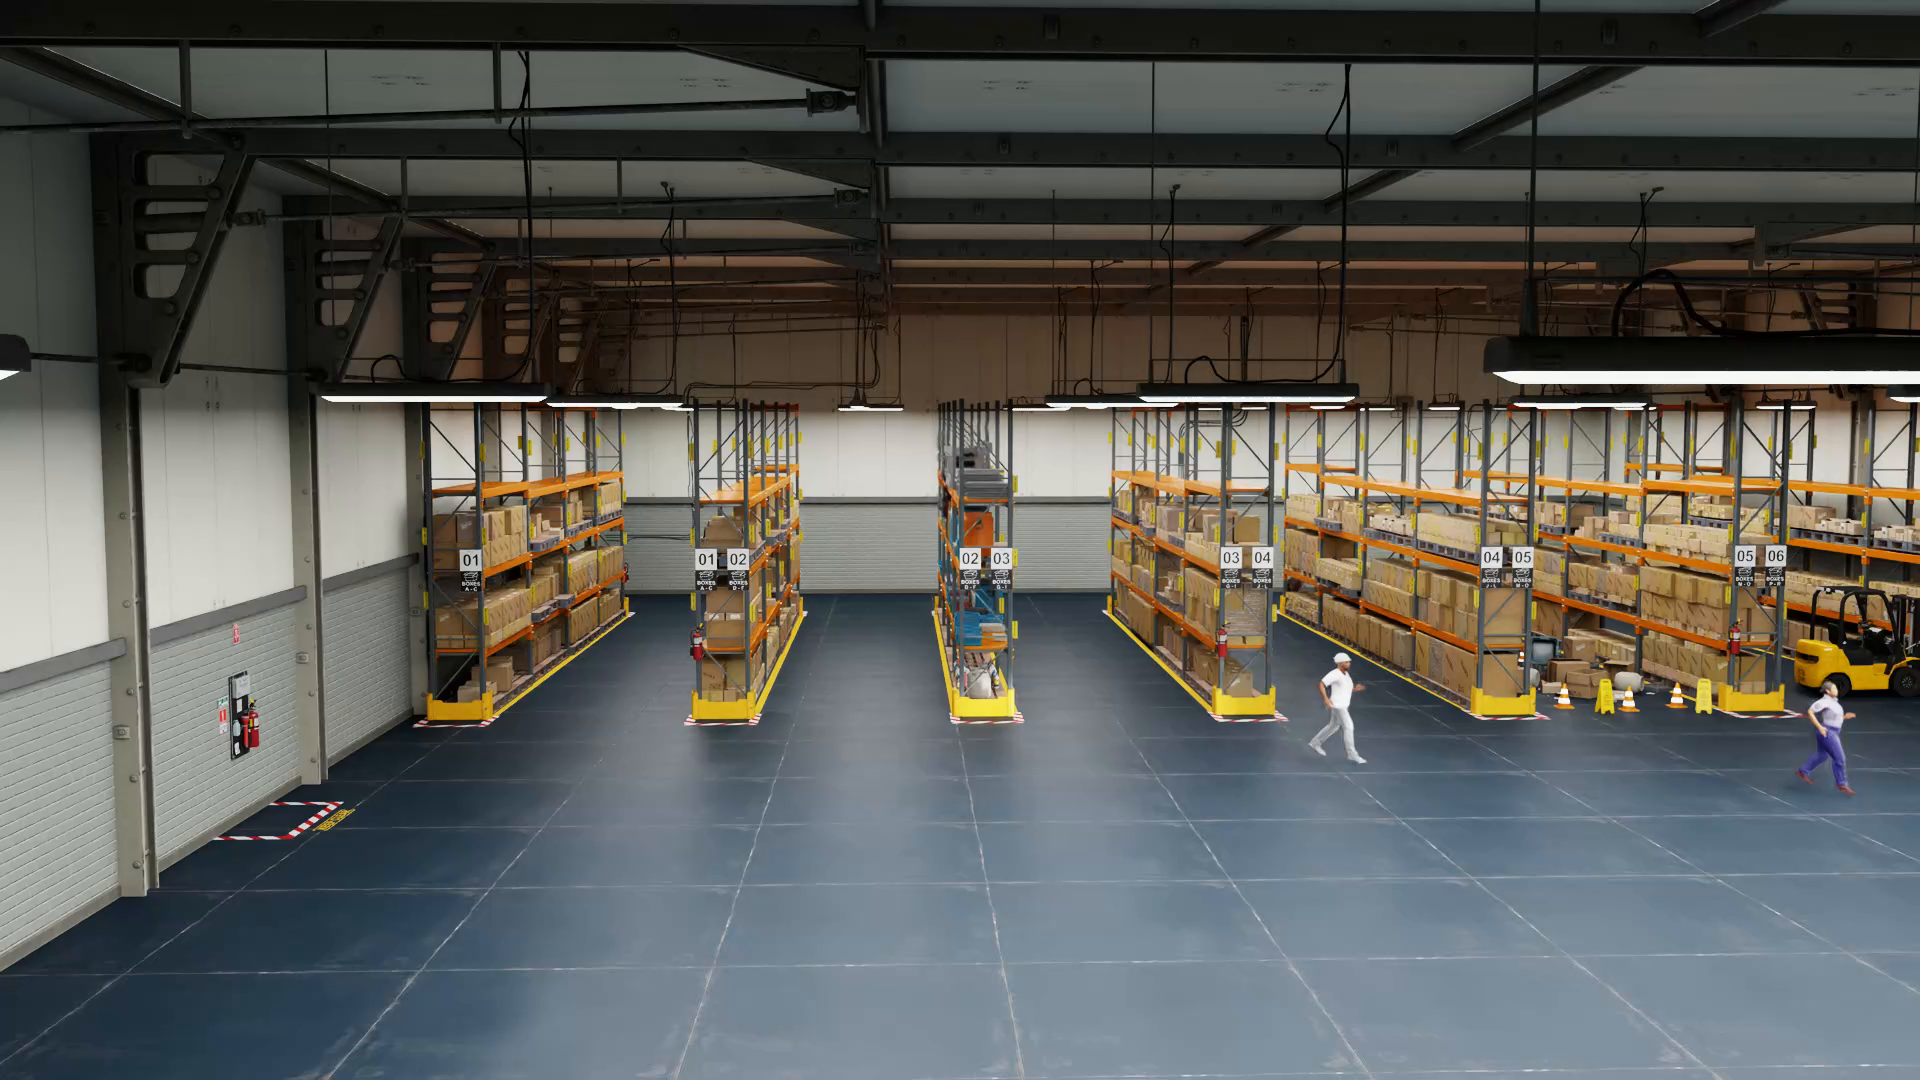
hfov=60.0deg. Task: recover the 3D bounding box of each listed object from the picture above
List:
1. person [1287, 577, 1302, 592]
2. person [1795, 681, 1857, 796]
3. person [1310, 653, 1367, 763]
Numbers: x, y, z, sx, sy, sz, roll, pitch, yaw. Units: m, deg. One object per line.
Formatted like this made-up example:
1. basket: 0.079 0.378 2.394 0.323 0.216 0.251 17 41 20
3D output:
1. person: 9.865 1.160 49.056 0.595 1.674 0.880 0 4 2
2. person: 13.152 2.976 25.195 0.860 1.678 0.594 3 5 36
3. person: 6.217 2.736 27.312 0.963 1.774 0.689 2 5 25
